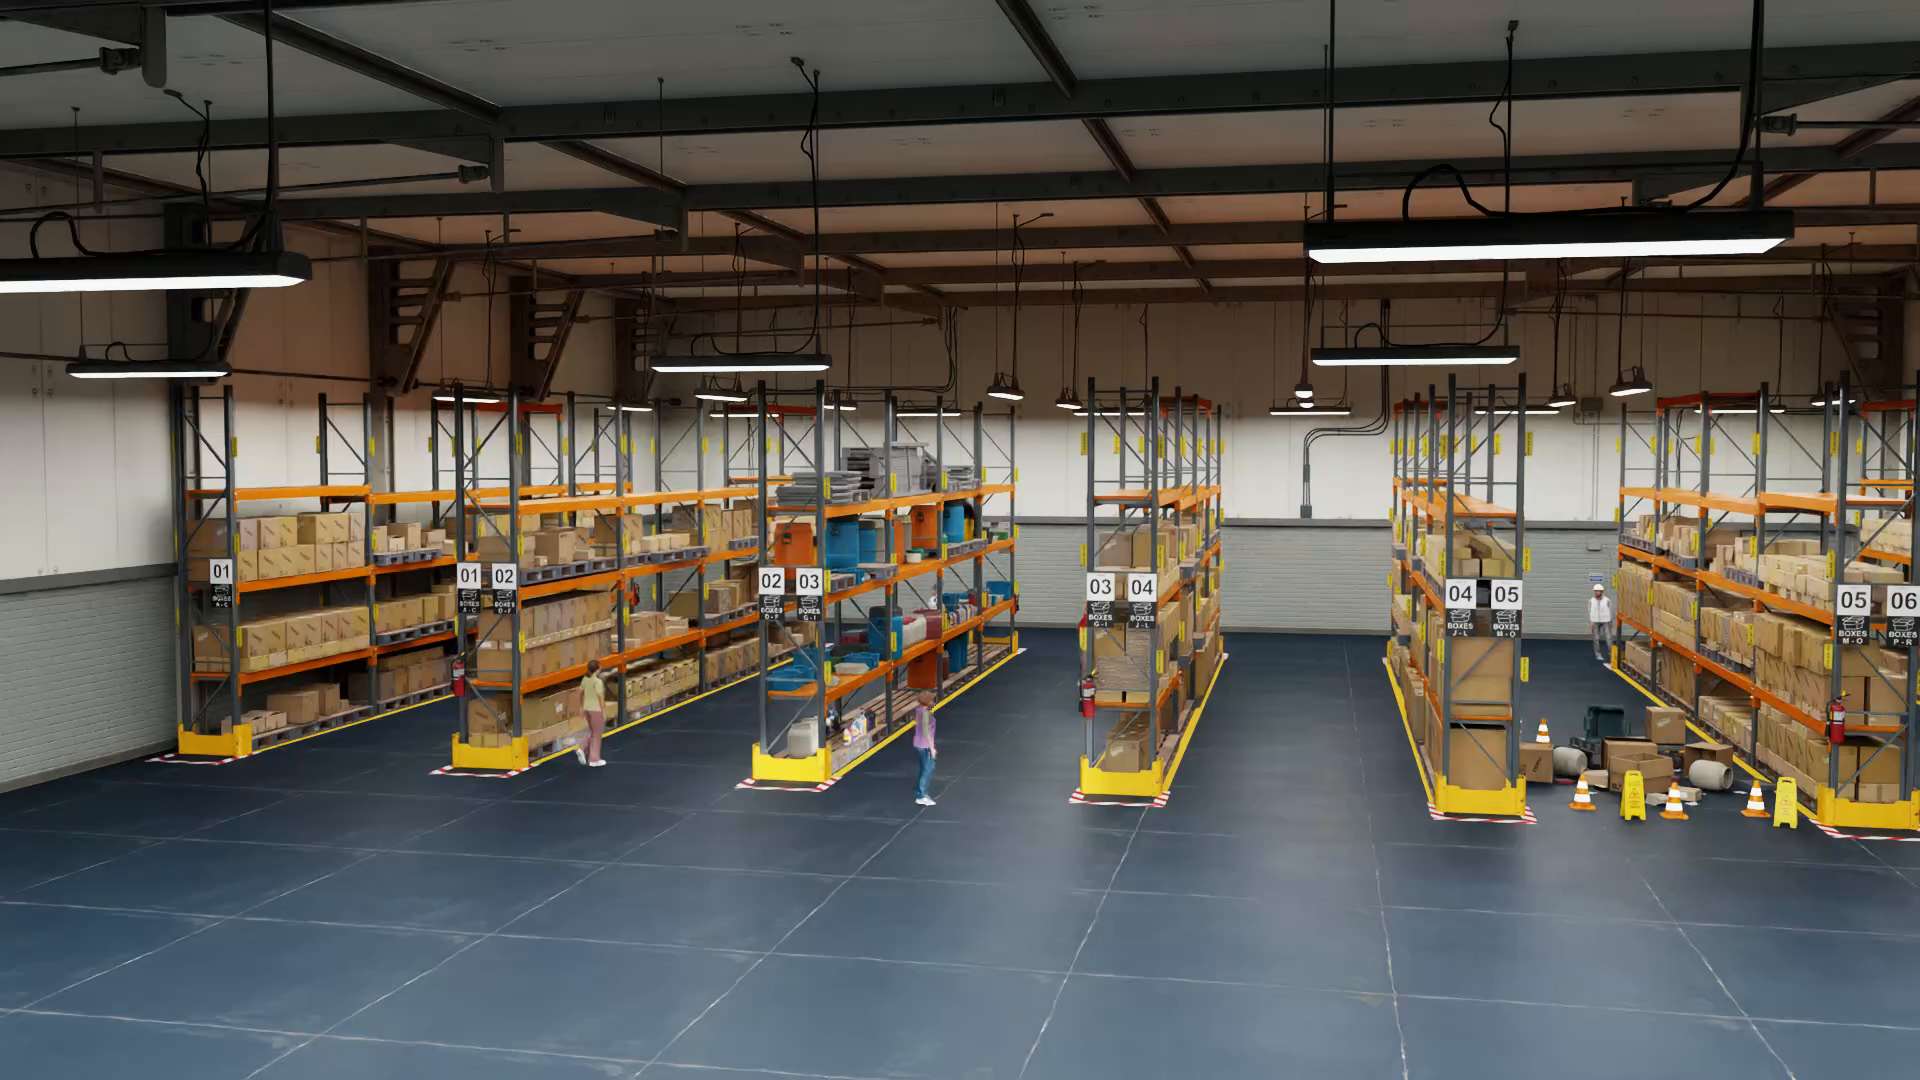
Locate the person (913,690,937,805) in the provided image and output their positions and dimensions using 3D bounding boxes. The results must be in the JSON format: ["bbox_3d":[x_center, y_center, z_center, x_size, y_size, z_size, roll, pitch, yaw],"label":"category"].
[{"bbox_3d":[-0.493,2.928,23.296,0.331,1.636,0.501,0,3,-6],"label":"person"}]

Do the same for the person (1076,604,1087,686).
[{"bbox_3d":[2.563,2.085,33.772,0.403,1.729,0.583,-1,3,-9],"label":"person"}]

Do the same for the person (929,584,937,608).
[{"bbox_3d":[-0.547,1.853,38.411,0.380,1.683,0.509,-1,4,-25],"label":"person"}]

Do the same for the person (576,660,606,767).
[{"bbox_3d":[-5.735,2.702,25.991,0.481,1.664,0.480,3,4,44],"label":"person"}]

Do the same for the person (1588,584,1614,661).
[{"bbox_3d":[15.074,1.936,39.011,0.653,1.781,0.430,2,4,26],"label":"person"}]
